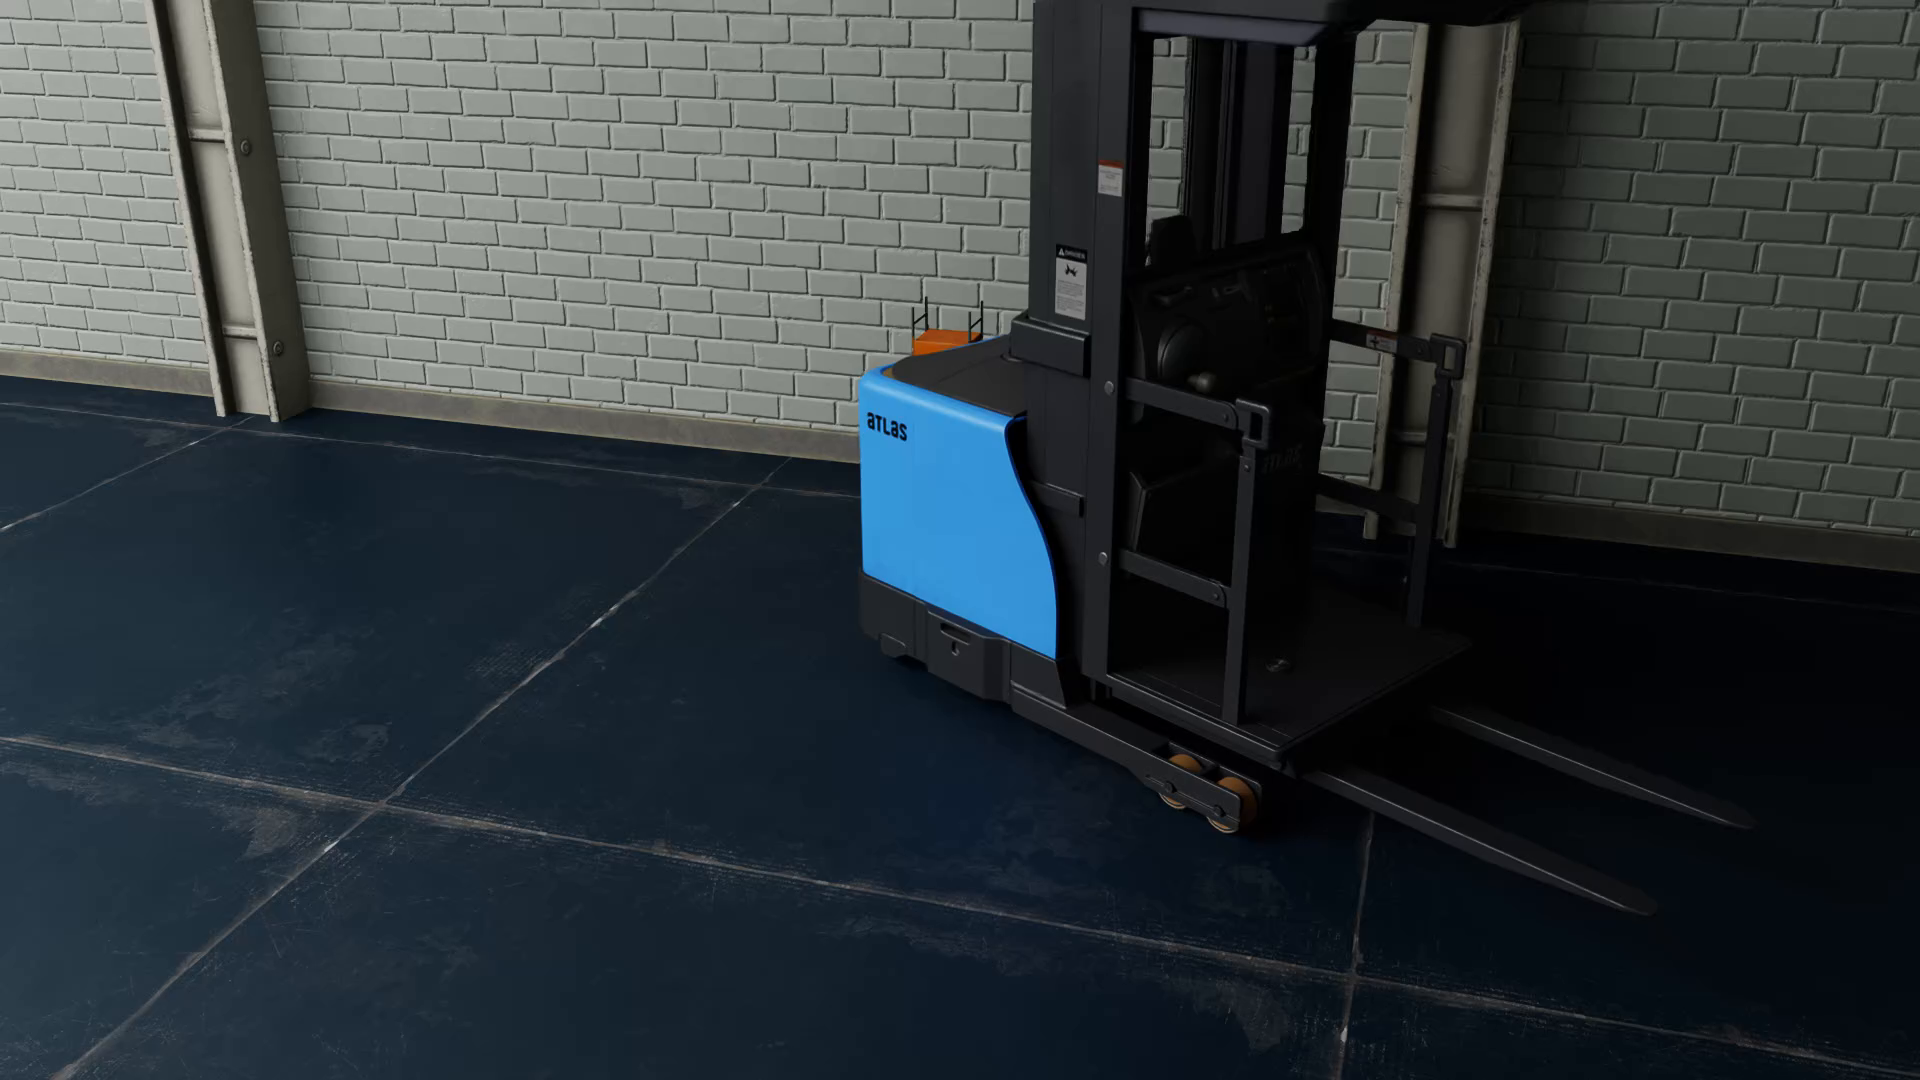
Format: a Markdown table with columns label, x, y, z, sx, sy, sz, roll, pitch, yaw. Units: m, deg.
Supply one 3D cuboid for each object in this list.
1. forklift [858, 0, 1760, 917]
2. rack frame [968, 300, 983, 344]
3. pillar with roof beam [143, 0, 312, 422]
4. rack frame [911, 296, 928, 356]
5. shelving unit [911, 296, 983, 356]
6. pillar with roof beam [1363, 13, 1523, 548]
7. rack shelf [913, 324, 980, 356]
| label | x | y | z | sx | sy | sz | roll | pitch | yaw |
| --- | --- | --- | --- | --- | --- | --- | --- | --- | --- |
| forklift | 0.997 | -0.680 | 5.067 | 1.130 | 2.935 | 3.031 | -20 | 29 | -39 |
| rack frame | 0.066 | -0.478 | 7.052 | 0.008 | 1.050 | 0.200 | 7 | 23 | 16 |
| pillar with roof beam | -4.986 | -3.299 | 3.454 | 0.400 | 9.000 | 9.100 | 7 | 23 | 16 |
| rack frame | -0.168 | -0.505 | 7.118 | 0.008 | 1.050 | 0.200 | 7 | 23 | 16 |
| shelving unit | -0.051 | -0.492 | 7.085 | 0.252 | 1.050 | 0.215 | 7 | 23 | 16 |
| pillar with roof beam | 0.758 | -2.641 | 1.850 | 0.400 | 9.000 | 9.100 | 7 | 23 | 16 |
| rack shelf | -0.051 | -0.744 | 6.981 | 0.240 | 0.259 | 0.215 | 7 | 23 | 16 |
